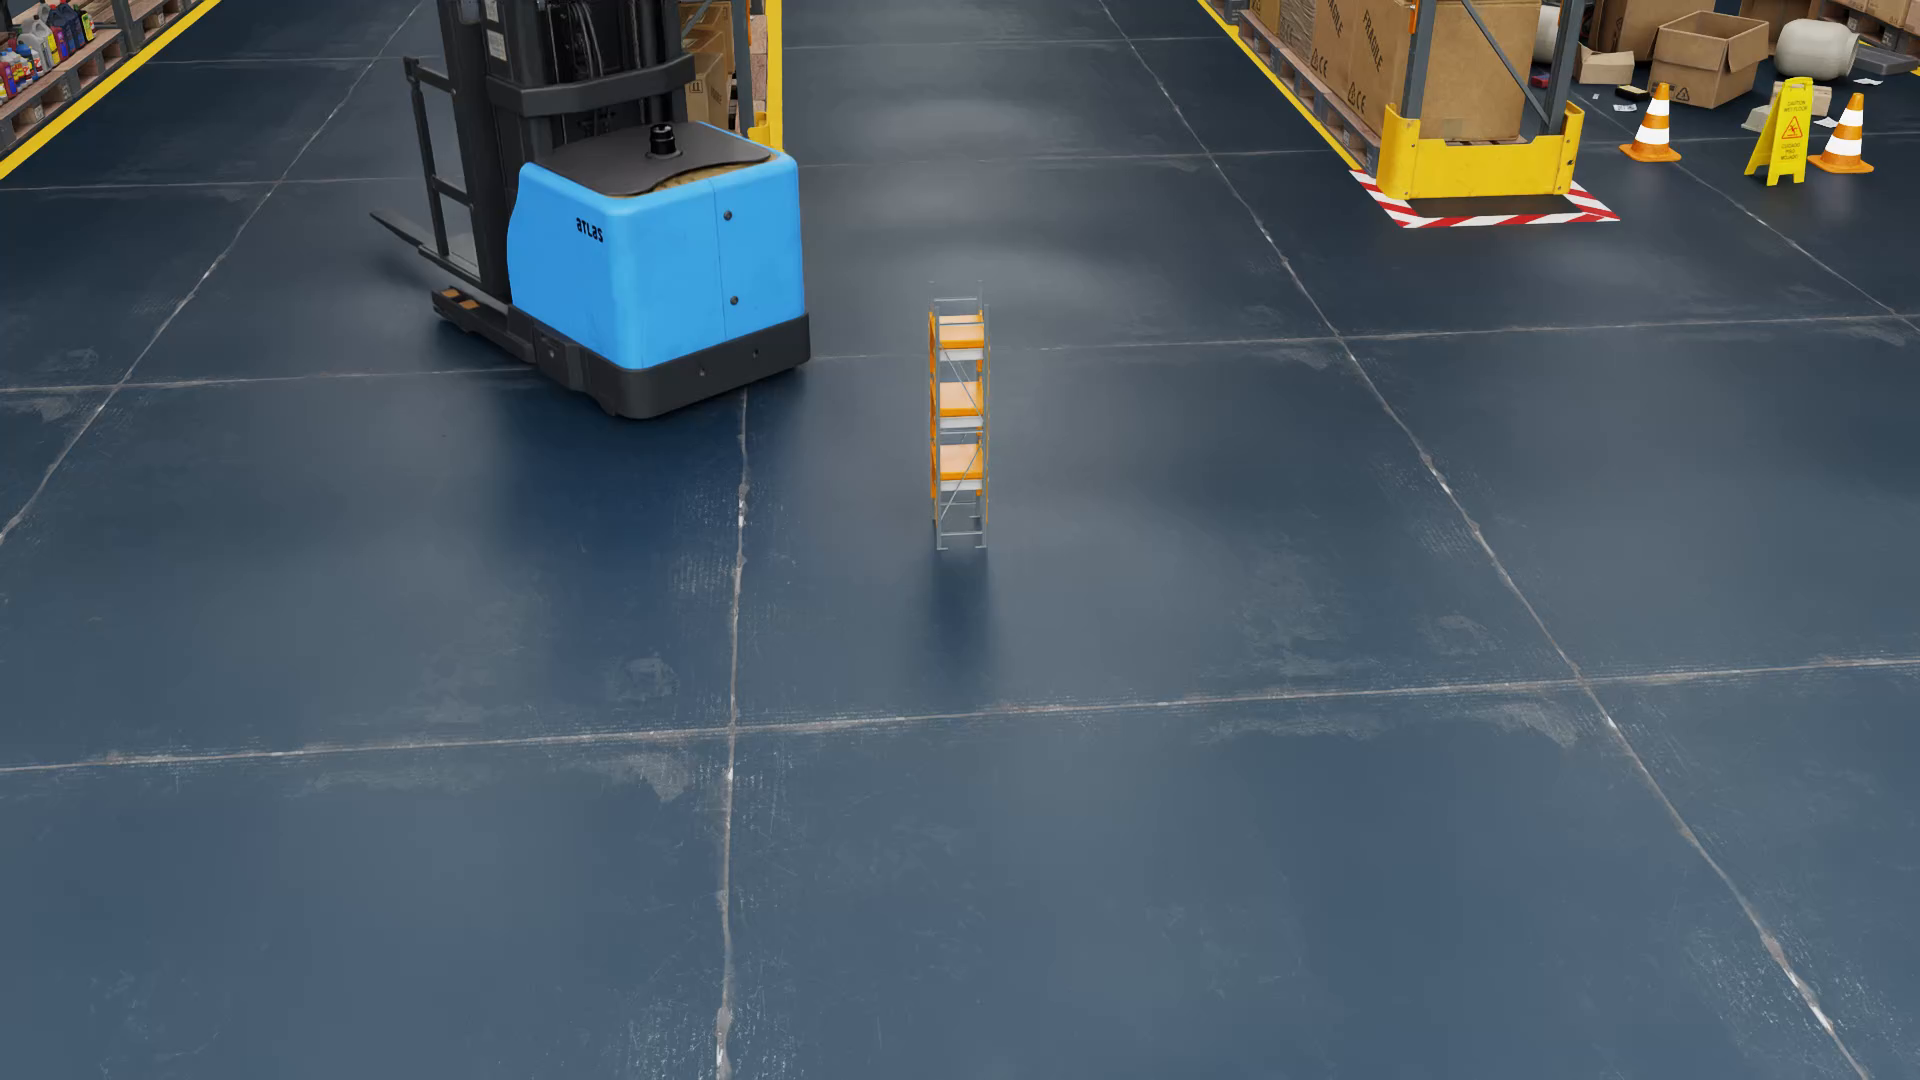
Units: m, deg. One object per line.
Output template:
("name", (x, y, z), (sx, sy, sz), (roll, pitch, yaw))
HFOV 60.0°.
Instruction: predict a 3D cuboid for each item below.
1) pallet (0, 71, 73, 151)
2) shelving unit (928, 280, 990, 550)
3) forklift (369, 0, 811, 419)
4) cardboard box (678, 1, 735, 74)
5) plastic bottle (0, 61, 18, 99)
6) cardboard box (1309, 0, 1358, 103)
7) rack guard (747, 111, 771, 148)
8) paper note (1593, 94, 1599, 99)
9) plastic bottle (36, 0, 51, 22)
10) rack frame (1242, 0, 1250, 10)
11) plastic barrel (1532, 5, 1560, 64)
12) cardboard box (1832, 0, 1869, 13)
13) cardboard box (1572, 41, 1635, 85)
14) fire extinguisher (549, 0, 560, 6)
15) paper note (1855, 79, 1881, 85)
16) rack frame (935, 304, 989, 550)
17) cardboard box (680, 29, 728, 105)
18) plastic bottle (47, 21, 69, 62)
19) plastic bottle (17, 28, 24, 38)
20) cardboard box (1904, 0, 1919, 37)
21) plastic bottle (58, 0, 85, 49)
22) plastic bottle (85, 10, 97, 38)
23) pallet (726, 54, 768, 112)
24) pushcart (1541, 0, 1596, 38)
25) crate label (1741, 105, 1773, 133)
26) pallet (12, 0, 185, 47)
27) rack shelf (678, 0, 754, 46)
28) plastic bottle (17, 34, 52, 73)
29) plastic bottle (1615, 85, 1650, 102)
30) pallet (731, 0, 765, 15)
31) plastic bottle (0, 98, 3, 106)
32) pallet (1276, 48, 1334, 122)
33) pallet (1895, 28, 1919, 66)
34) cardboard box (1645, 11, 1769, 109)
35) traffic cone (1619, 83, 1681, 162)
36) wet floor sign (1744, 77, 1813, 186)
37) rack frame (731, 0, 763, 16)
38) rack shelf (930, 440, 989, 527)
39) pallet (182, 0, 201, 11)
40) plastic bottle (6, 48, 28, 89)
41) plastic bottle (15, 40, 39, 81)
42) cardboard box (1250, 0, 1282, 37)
("pallet", (-6.897, -2.968, 11.513), (1.003, 0.211, 1.213), (-3, 31, -5))
("shelving unit", (-0.005, -0.478, 6.527), (0.215, 1.050, 0.252), (-3, 31, -5))
("forklift", (-2.090, -2.476, 8.038), (1.130, 2.935, 3.031), (-25, 39, -35))
("cardboard box", (-1.909, -3.668, 11.993), (0.500, 0.500, 0.500), (-5, 31, -9))
("plastic bottle", (-6.523, -3.172, 11.355), (0.061, 0.283, 0.133), (-2, 31, -4))
("cardboard box", (3.004, -3.576, 11.474), (0.875, 0.875, 0.875), (-3, 31, -5))
("rack guard", (-1.737, -2.295, 10.105), (1.175, 0.500, 0.348), (-3, 31, -5))
("paper note", (4.659, -3.250, 12.181), (0.032, 0.001, 0.123), (13, 33, 21))
("plastic bottle", (-6.831, -3.864, 12.448), (0.144, 0.351, 0.185), (-3, 31, -5))
("rack frame", (2.844, -5.558, 13.130), (1.000, 3.000, 0.127), (-3, 31, -5))
("plastic barrel", (4.477, -3.946, 12.944), (0.512, 0.421, 0.421), (20, 36, 29))
("cardboard box", (7.549, -4.532, 13.685), (0.500, 0.250, 0.500), (-4, 31, -7))
("cardboard box", (4.838, -3.595, 12.509), (0.396, 0.266, 0.258), (2, 31, 4))
("fire extinguisher", (-2.178, -3.216, 9.284), (0.296, 0.674, 0.183), (-3, 31, -5))
("paper note", (6.828, -3.451, 12.497), (0.142, 0.019, 0.148), (-14, 33, -22))
("rack frame", (0.006, -0.416, 6.422), (0.200, 1.050, 0.008), (-3, 31, -5))
("cardboard box", (-1.862, -3.060, 10.976), (0.500, 0.500, 0.500), (5, 31, 8))
("plastic bottle", (-6.613, -3.663, 12.177), (0.061, 0.283, 0.133), (-1, 31, -1))
("plastic bottle", (-6.739, -3.561, 12.007), (0.061, 0.283, 0.133), (-3, 31, -5))
("cardboard box", (7.662, -3.990, 12.776), (0.500, 0.250, 0.500), (-3, 31, -5))
("plastic bottle", (-6.688, -3.871, 12.460), (0.144, 0.351, 0.185), (-4, 31, -6))
("plastic bottle", (-6.691, -3.952, 12.741), (0.097, 0.201, 0.097), (0, 31, 0))
("pallet", (-1.889, -3.209, 11.917), (1.003, 0.211, 1.213), (-3, 31, -5))
("pushcart", (5.498, -4.586, 14.060), (1.648, 0.377, 0.936), (-14, 33, -22))
("crate label", (5.603, -2.905, 11.480), (0.250, 0.136, 0.298), (-20, 36, -30))
("pallet", (-7.147, -4.336, 13.804), (1.003, 0.211, 1.213), (-3, 31, -5))
("rack shelf", (-1.917, -4.042, 11.293), (1.077, 0.370, 4.000), (-3, 31, -5))
("plastic bottle", (-6.629, -3.493, 11.900), (0.152, 0.276, 0.135), (-2, 31, -4))
("plastic bottle", (4.900, -3.280, 12.181), (0.133, 0.061, 0.283), (-14, 33, -22))
("pallet", (-2.178, -4.572, 14.199), (1.003, 0.211, 1.213), (-3, 31, -5))
("plastic bottle", (-6.520, -3.050, 11.163), (0.097, 0.271, 0.097), (0, 31, 0))
("pallet", (2.954, -3.344, 12.143), (1.003, 0.211, 1.213), (-3, 31, -5))
("pallet", (7.978, -3.684, 12.712), (1.003, 0.211, 1.213), (-3, 31, -5))
("cardboard box", (5.452, -3.508, 12.133), (0.637, 0.503, 0.797), (27, 40, 37))
("traffic cone", (4.582, -2.766, 10.929), (0.336, 0.463, 0.334), (-3, 31, -5))
("wet floor sign", (5.192, -2.585, 10.448), (0.267, 0.644, 0.232), (-8, 32, -13))
("rack frame", (-2.104, -5.372, 12.818), (1.000, 3.000, 0.127), (-3, 31, -5))
("rack shelf", (-0.005, -0.230, 6.674), (0.215, 0.259, 0.240), (-3, 31, -5))
("pallet", (-7.264, -4.961, 14.849), (1.003, 0.211, 1.213), (-3, 31, -5))
("plastic bottle", (-6.562, -3.277, 11.542), (0.097, 0.271, 0.097), (0, 31, 0))
("plastic bottle", (-6.581, -3.380, 11.715), (0.097, 0.271, 0.097), (0, 31, 0))
("cardboard box", (2.833, -4.501, 13.024), (0.875, 0.875, 0.875), (-2, 31, -4))
